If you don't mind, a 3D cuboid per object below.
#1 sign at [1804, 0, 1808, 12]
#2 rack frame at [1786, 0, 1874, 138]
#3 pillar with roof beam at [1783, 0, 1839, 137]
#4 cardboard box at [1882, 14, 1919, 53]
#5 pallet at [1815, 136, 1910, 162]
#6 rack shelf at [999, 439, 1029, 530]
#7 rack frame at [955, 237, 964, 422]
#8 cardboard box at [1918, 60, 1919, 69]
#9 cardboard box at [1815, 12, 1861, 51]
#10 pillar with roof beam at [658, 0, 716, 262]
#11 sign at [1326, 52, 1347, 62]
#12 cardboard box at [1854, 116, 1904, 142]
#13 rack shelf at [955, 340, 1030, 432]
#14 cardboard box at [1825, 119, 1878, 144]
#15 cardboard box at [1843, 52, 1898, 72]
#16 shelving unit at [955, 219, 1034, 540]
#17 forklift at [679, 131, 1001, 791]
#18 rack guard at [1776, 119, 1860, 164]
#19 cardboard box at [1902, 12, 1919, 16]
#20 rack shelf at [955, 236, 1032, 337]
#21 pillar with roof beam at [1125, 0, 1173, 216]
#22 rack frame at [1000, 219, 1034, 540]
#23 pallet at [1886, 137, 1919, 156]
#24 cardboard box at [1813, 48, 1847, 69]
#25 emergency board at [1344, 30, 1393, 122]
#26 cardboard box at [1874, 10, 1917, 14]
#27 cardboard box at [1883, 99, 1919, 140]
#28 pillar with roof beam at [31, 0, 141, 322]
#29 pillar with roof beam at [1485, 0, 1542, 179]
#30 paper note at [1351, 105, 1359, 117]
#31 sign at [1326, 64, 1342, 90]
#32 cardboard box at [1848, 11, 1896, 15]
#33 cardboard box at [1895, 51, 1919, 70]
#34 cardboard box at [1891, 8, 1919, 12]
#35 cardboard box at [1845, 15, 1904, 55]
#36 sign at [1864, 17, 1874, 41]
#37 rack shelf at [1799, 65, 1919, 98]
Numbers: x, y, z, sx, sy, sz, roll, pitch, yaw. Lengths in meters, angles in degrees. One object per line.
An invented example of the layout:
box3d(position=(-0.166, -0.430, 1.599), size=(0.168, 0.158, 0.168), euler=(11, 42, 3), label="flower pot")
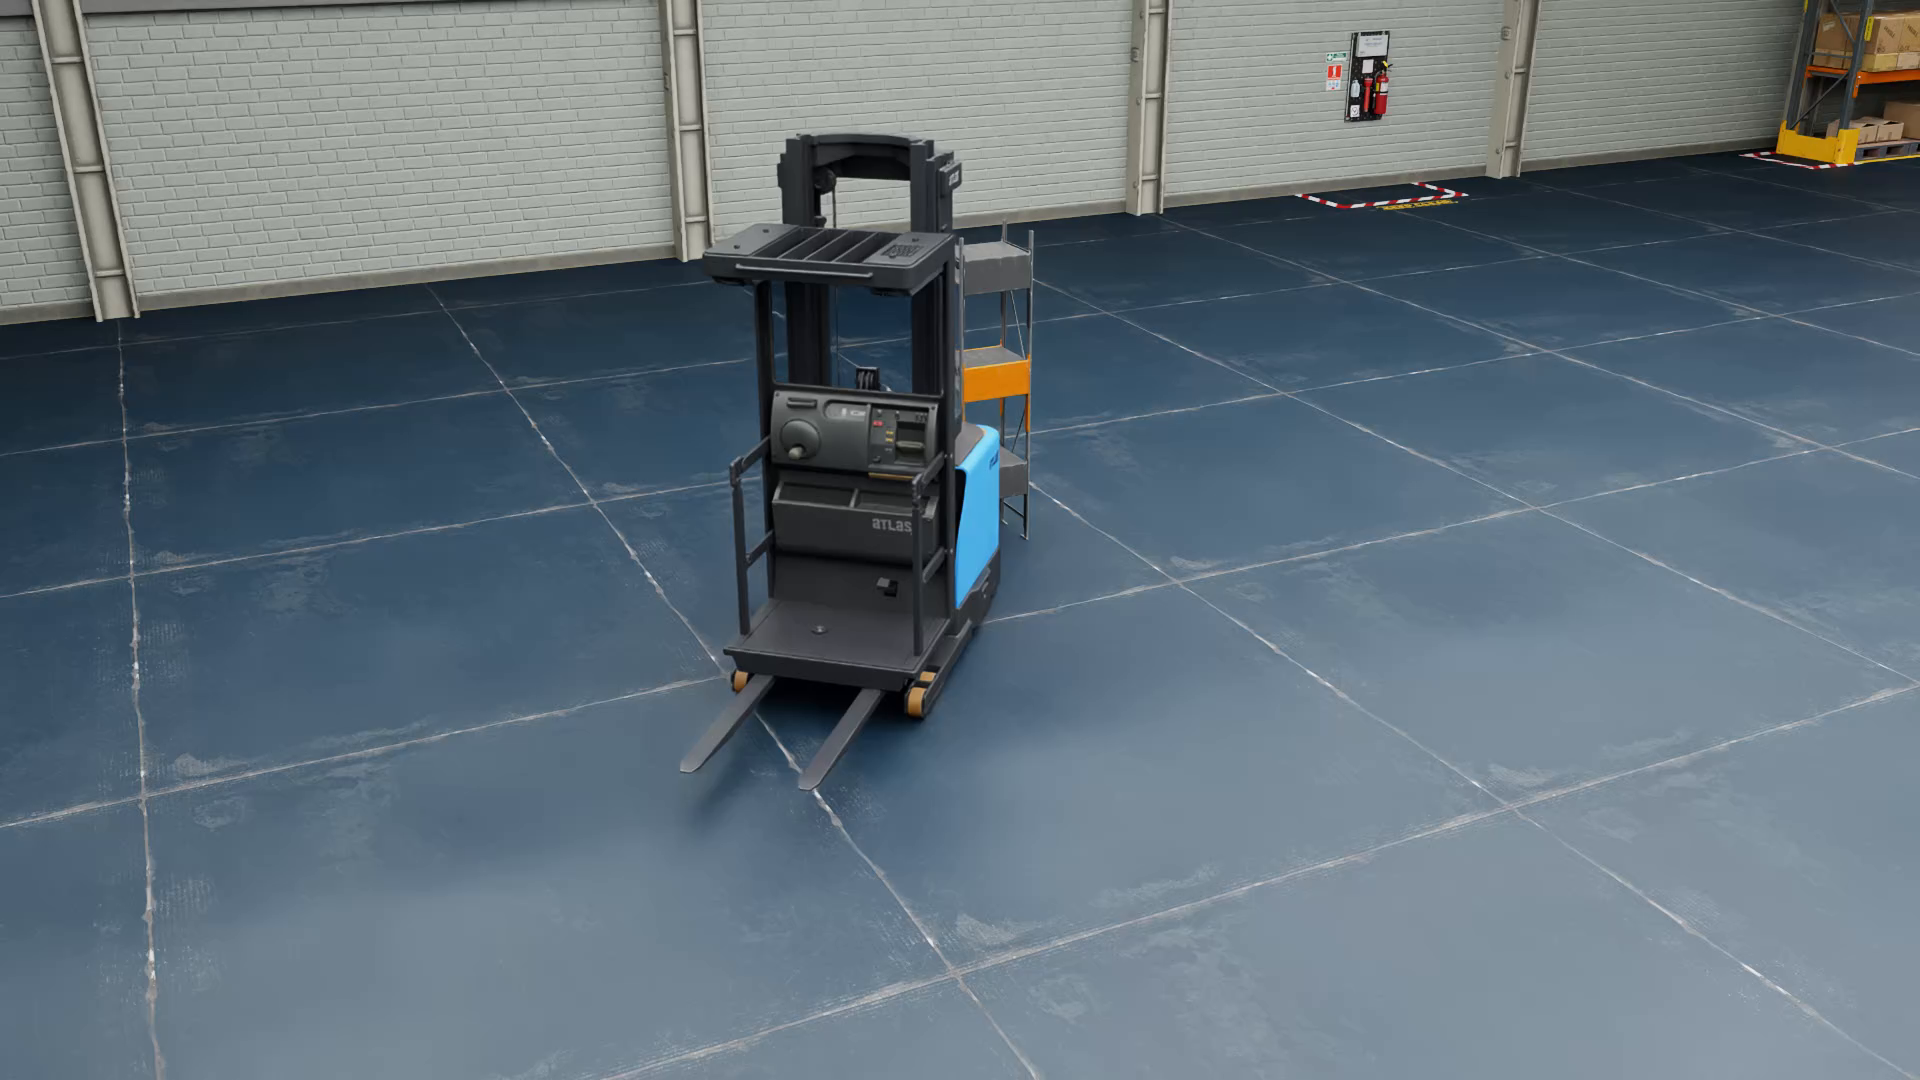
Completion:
box3d(position=(12.710, -8.072, 24.901), size=(0.005, 0.325, 0.100), euler=(-10, 25, -24), label="sign")
box3d(position=(12.932, -7.196, 24.713), size=(0.127, 3.000, 1.000), euler=(-10, 25, -24), label="rack frame")
box3d(position=(15.055, -8.899, 20.982), size=(0.400, 9.000, 9.100), euler=(-10, 25, -24), label="pillar with roof beam")
box3d(position=(13.942, -7.537, 24.725), size=(0.500, 0.500, 0.500), euler=(-10, 25, -23), label="cardboard box")
box3d(position=(13.748, -6.043, 25.572), size=(1.213, 0.211, 1.003), euler=(-10, 25, -24), label="pallet")
box3d(position=(0.149, -0.338, 11.188), size=(0.480, 0.518, 0.431), euler=(-10, 25, -24), label="rack shelf")
box3d(position=(-0.071, -0.957, 10.817), size=(0.015, 2.100, 0.400), euler=(-10, 25, -24), label="rack frame")
box3d(position=(14.433, -7.281, 25.088), size=(0.500, 0.250, 0.500), euler=(-11, 25, -24), label="cardboard box")
box3d(position=(13.265, -7.634, 24.960), size=(0.500, 0.500, 0.500), euler=(-11, 25, -24), label="cardboard box")
box3d(position=(-1.164, -5.913, 13.769), size=(0.400, 9.000, 9.100), euler=(-10, 25, -24), label="pillar with roof beam")
box3d(position=(5.003, -6.421, 22.101), size=(0.331, 0.109, 0.001), euler=(-10, 25, -24), label="sign")
box3d(position=(14.108, -6.335, 25.573), size=(0.500, 0.311, 0.500), euler=(-8, 24, -19), label="cardboard box")
box3d(position=(0.149, -0.985, 10.920), size=(0.480, 0.518, 0.431), euler=(-10, 25, -24), label="rack shelf")
box3d(position=(13.595, -6.241, 25.345), size=(0.500, 0.311, 0.500), euler=(-14, 26, -30), label="cardboard box")
box3d(position=(13.510, -7.108, 24.669), size=(0.500, 0.250, 0.500), euler=(-11, 25, -25), label="cardboard box")
box3d(position=(0.149, -0.998, 10.915), size=(0.503, 2.100, 0.431), euler=(-10, 25, -24), label="shelving unit")
box3d(position=(-0.628, -0.562, 8.776), size=(1.130, 2.935, 3.031), euler=(6, 23, 14), label="forklift")
box3d(position=(13.001, -6.054, 25.221), size=(0.348, 0.500, 1.175), euler=(-10, 25, -24), label="rack guard")
box3d(position=(14.411, -7.620, 24.927), size=(0.500, 0.500, 0.500), euler=(-11, 25, -25), label="cardboard box")
box3d(position=(0.149, -1.632, 10.652), size=(0.480, 0.518, 0.431), euler=(-10, 25, -24), label="rack shelf")
box3d(position=(4.242, -6.908, 16.173), size=(0.400, 9.000, 9.100), euler=(-10, 25, -24), label="pillar with roof beam")
box3d(position=(0.369, -1.038, 11.013), size=(0.015, 2.100, 0.400), euler=(-10, 25, -24), label="rack frame")
box3d(position=(14.846, -6.244, 26.058), size=(1.213, 0.211, 1.003), euler=(-10, 25, -24), label="pallet")
box3d(position=(13.269, -7.280, 25.086), size=(0.500, 0.250, 0.500), euler=(-10, 25, -23), label="cardboard box")
box3d(position=(5.538, -6.218, 22.350), size=(0.643, 1.169, 0.194), euler=(-10, 25, -24), label="emergency board")
box3d(position=(14.187, -7.801, 25.364), size=(0.500, 0.500, 0.500), euler=(-11, 25, -25), label="cardboard box")
box3d(position=(14.791, -6.527, 25.790), size=(0.500, 0.500, 0.700), euler=(-12, 25, -27), label="cardboard box")
box3d(position=(-6.570, -4.918, 11.364), size=(0.400, 9.000, 9.100), euler=(-10, 25, -24), label="pillar with roof beam")
box3d(position=(9.649, -7.903, 18.577), size=(0.400, 9.000, 9.100), euler=(-10, 25, -24), label="pillar with roof beam")
box3d(position=(5.349, -5.806, 22.505), size=(0.142, 0.148, 0.016), euler=(-10, 25, -24), label="paper note")
box3d(position=(4.995, -6.179, 22.208), size=(0.234, 0.329, 0.001), euler=(-10, 25, -24), label="sign")
box3d(position=(13.723, -7.714, 25.153), size=(0.500, 0.500, 0.500), euler=(-10, 25, -23), label="cardboard box")
box3d(position=(13.971, -7.199, 24.889), size=(0.500, 0.250, 0.500), euler=(-11, 25, -25), label="cardboard box")
box3d(position=(14.640, -7.885, 25.566), size=(0.500, 0.500, 0.500), euler=(-10, 25, -23), label="cardboard box")
box3d(position=(13.493, -7.458, 24.535), size=(0.500, 0.500, 0.500), euler=(-10, 25, -24), label="cardboard box")
box3d(position=(13.168, -7.409, 24.095), size=(0.005, 0.325, 0.100), euler=(-10, 25, -24), label="sign")
box3d(position=(14.734, -7.195, 25.652), size=(4.000, 0.370, 1.077), euler=(-10, 25, -24), label="rack shelf")
